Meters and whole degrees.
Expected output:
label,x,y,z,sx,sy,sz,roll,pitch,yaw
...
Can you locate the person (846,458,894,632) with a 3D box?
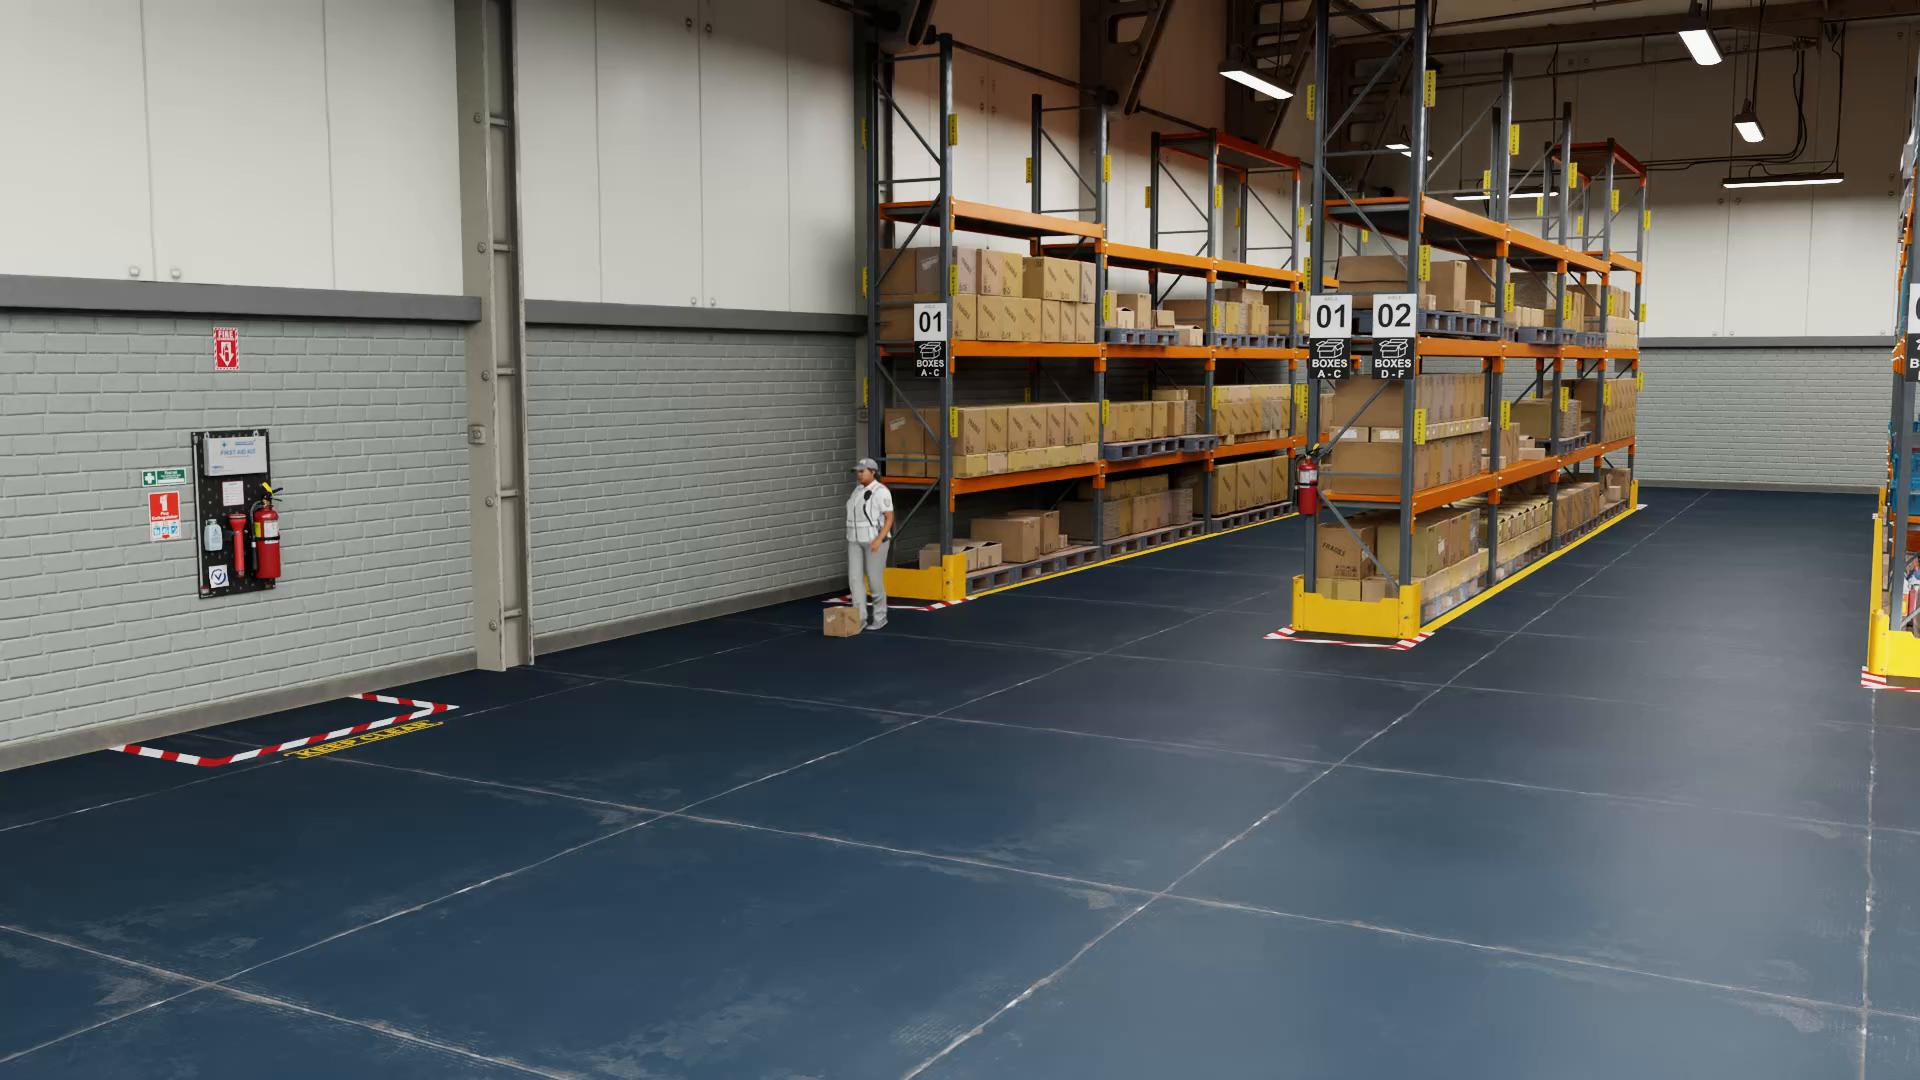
label,x,y,z,sx,sy,sz,roll,pitch,yaw
person,-0.957,0.067,16.018,0.636,1.699,0.606,4,7,36
